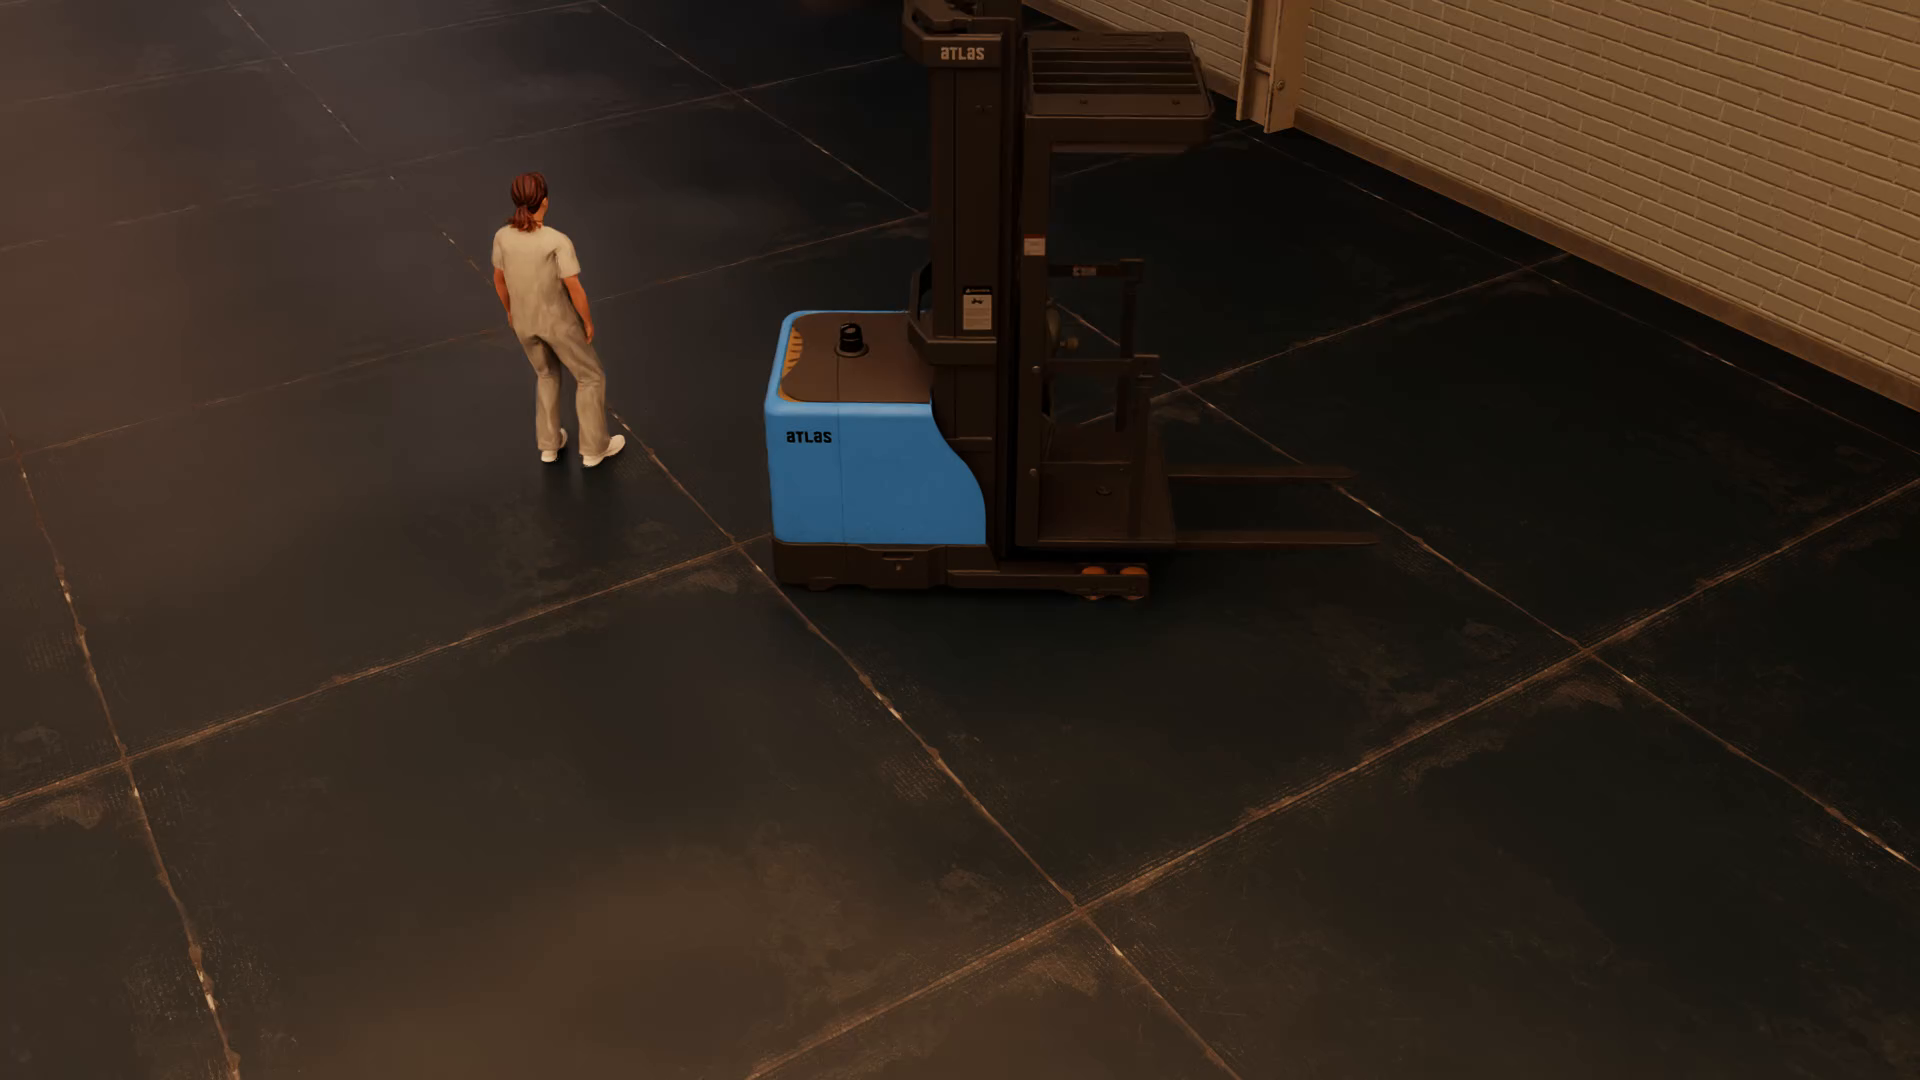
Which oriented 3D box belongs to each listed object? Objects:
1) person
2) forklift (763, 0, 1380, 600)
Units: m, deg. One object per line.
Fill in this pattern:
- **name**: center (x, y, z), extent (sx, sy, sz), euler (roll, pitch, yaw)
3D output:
- **person**: center (-2.201, -1.173, 8.929), extent (0.543, 1.658, 0.352), euler (9, 36, 12)
- **forklift**: center (0.587, -1.211, 7.871), extent (3.031, 2.935, 1.130), euler (1, 35, 1)
